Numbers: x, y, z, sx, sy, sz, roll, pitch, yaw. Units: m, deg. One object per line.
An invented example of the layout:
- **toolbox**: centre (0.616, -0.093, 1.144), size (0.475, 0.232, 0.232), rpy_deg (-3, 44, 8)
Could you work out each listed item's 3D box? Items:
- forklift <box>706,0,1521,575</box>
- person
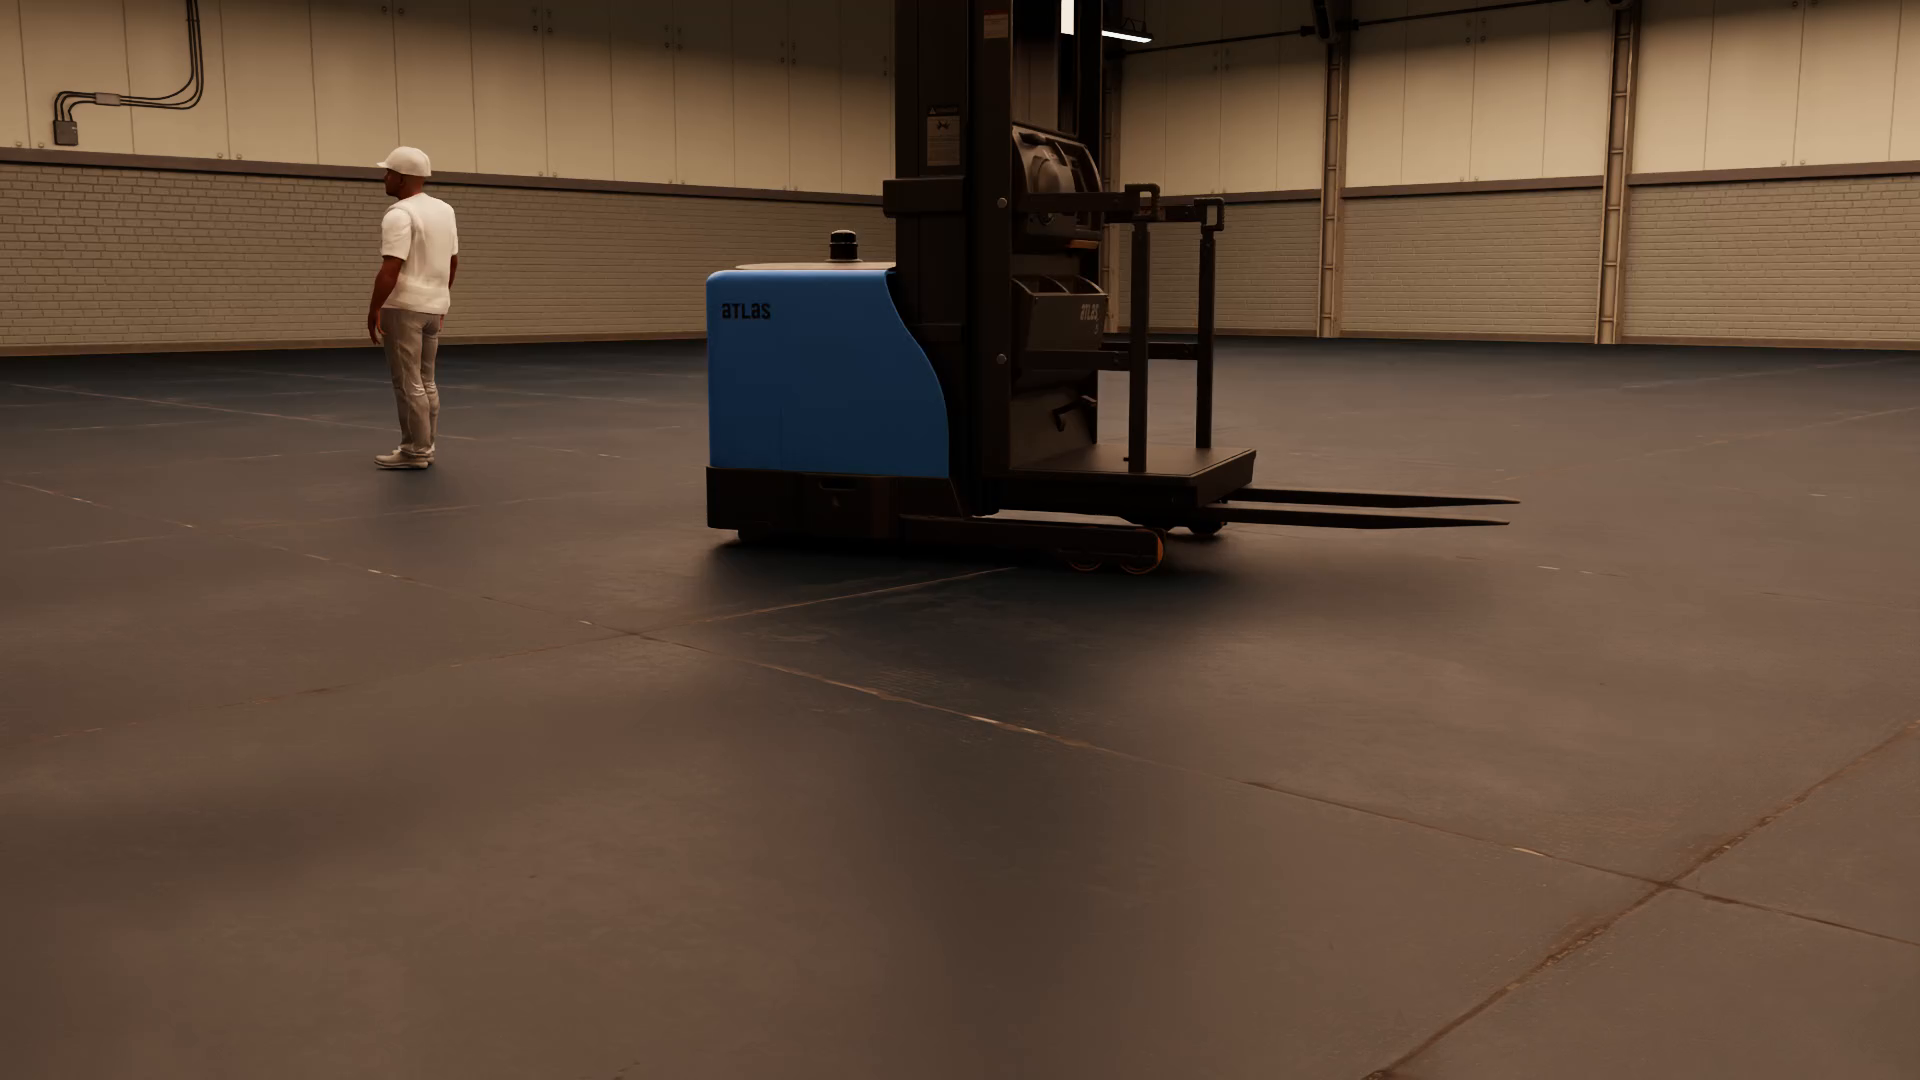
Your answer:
- **forklift**: centre (0.565, -1.416, 6.275), size (3.031, 2.935, 1.130), rpy_deg (3, 9, 22)
- **person**: centre (-3.124, -1.287, 9.288), size (0.576, 1.767, 0.665), rpy_deg (2, 9, 16)
